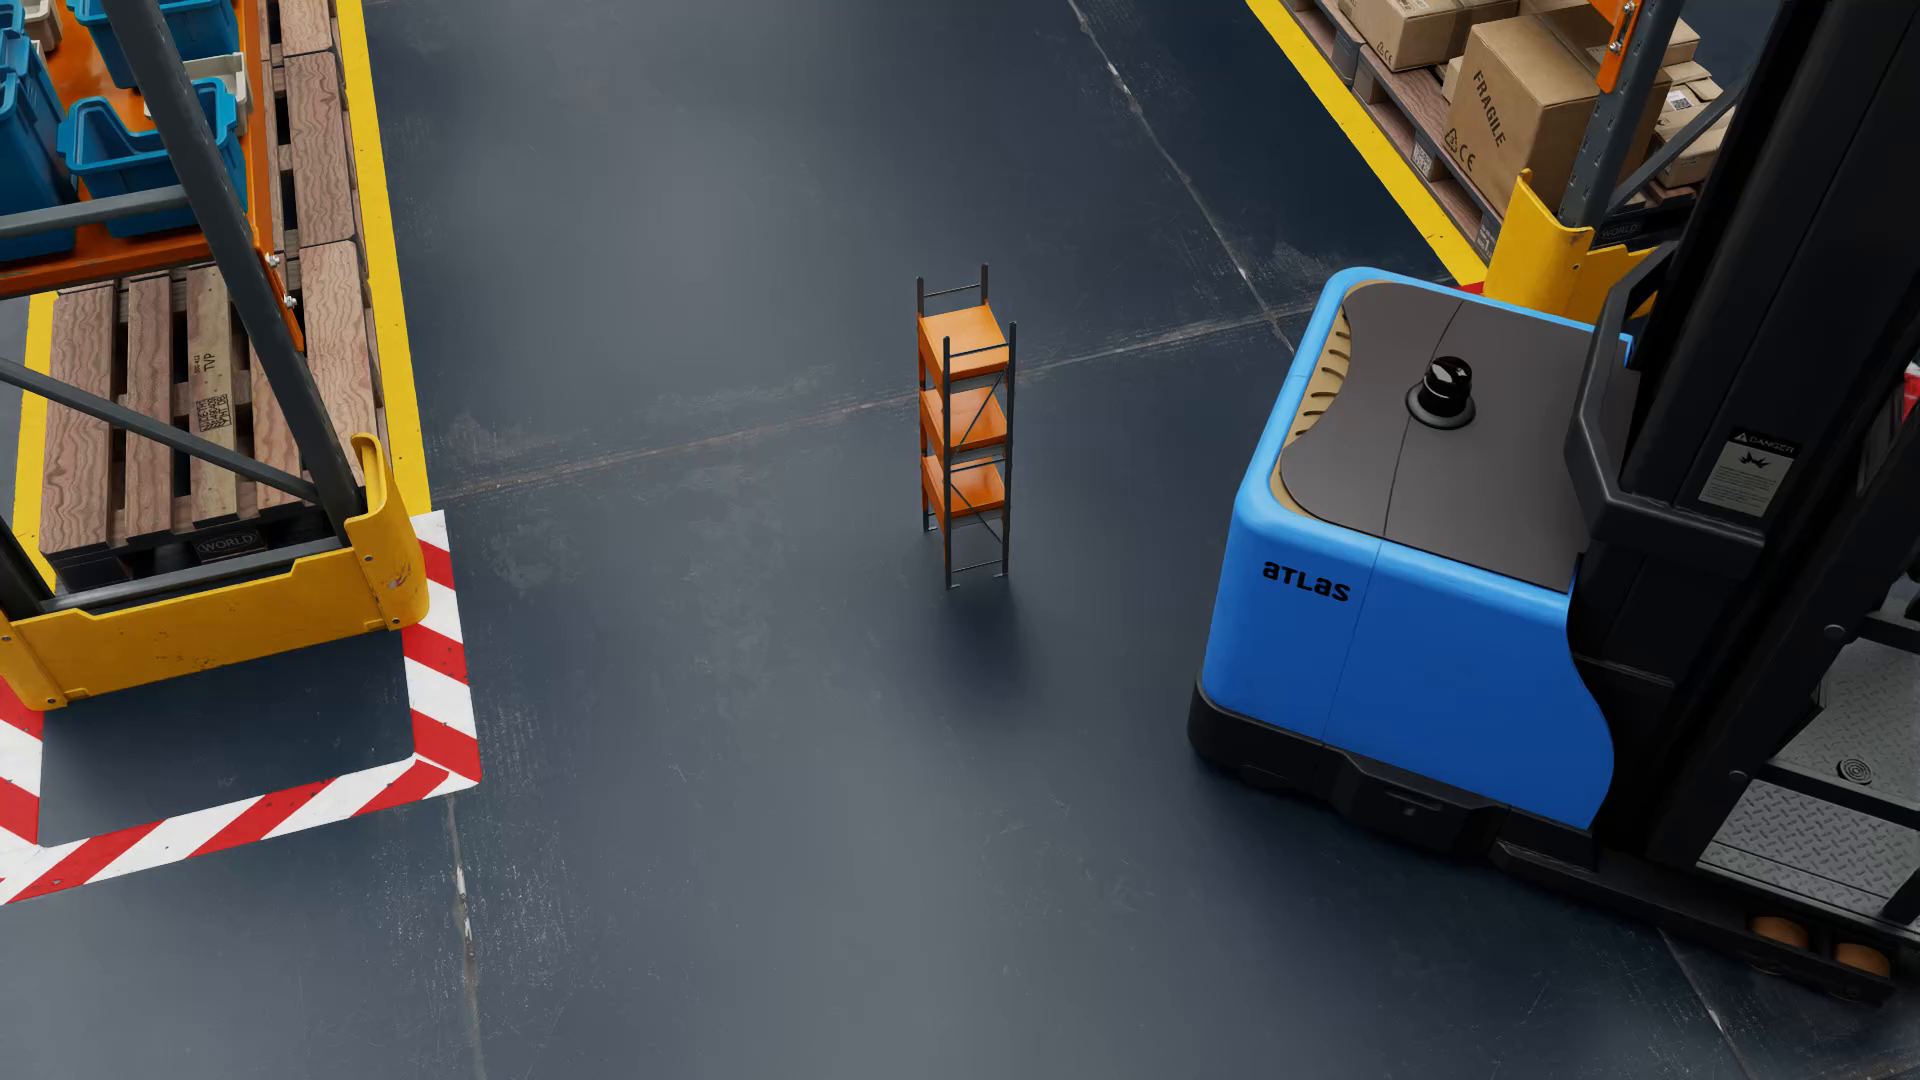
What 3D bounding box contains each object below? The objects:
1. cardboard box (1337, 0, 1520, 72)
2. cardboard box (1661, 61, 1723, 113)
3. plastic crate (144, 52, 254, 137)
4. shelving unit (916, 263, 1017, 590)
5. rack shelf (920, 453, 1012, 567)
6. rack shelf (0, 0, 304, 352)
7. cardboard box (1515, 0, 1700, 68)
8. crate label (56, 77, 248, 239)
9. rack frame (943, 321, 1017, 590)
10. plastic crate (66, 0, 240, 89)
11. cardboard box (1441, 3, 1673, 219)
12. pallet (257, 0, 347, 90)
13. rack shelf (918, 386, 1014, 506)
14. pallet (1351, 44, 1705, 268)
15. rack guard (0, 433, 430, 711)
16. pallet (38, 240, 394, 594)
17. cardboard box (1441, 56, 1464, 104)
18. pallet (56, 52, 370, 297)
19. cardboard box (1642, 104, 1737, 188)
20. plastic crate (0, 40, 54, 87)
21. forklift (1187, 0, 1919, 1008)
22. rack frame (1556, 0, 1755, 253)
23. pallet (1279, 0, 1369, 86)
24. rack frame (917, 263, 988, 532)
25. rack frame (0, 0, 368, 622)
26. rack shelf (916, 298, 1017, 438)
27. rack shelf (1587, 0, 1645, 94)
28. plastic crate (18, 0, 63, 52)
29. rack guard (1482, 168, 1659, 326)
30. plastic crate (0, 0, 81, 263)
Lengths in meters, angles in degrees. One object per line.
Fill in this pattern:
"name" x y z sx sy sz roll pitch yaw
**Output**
"cardboard box" 1.853 -2.143 6.605 0.500 0.250 0.500 -13 51 -11
"cardboard box" 2.632 -1.640 6.236 0.380 0.166 0.250 -13 51 -11
"plastic crate" -2.006 -1.170 4.408 0.250 0.136 0.298 -13 51 -11
"shelving unit" 0.016 -0.299 4.816 0.215 1.050 0.252 -13 51 -11
"rack shelf" 0.016 -0.113 5.036 0.215 0.259 0.240 -13 51 -11
"rack shelf" -2.823 -1.957 5.408 1.077 0.370 4.000 -13 51 -11
"cardboard box" 2.464 -1.927 6.424 0.500 0.250 0.500 -13 51 -11
"crate label" -1.990 -0.948 4.158 0.416 0.233 0.303 -13 51 -11
"rack frame" 0.052 -0.210 4.741 0.200 1.050 0.008 -13 51 -11
"plastic crate" -2.185 -1.429 4.563 0.416 0.233 0.300 -13 51 -11
"cardboard box" 2.105 -1.523 5.919 0.500 0.500 0.500 -13 51 -11
"pallet" -3.160 -2.222 6.986 1.003 0.211 1.213 -13 51 -11
"rack shelf" 0.016 -0.292 4.824 0.215 0.259 0.240 -13 51 -11
"pallet" 2.242 -1.584 6.447 1.003 0.211 1.213 -13 51 -11
"rack guard" -2.212 0.092 4.845 1.175 0.500 0.348 -13 51 -11
"pallet" -2.438 -0.440 5.483 1.003 0.211 1.213 -13 51 -11
"cardboard box" 2.072 -1.731 6.313 0.380 0.166 0.250 -13 51 -11
"pallet" -2.795 -1.330 6.233 1.003 0.211 1.213 -13 51 -11
"cardboard box" 2.706 -1.452 6.089 0.380 0.149 0.250 -13 51 -11
"plastic crate" -2.645 -1.217 4.447 0.396 0.136 0.243 -13 51 -11
"forklift" 2.208 -0.231 3.528 3.031 2.935 1.130 18 52 15
"rack frame" 2.502 -1.845 4.844 1.000 3.000 0.127 -13 51 -11
"pallet" 1.885 -2.473 7.197 1.003 0.211 1.213 -13 51 -11
"rack frame" -0.020 -0.388 4.891 0.200 1.050 0.008 -13 51 -11
"rack frame" -2.231 -0.728 3.902 1.000 3.000 0.127 -13 51 -11
"rack shelf" 0.016 -0.475 4.607 0.215 0.259 0.240 -13 51 -11
"rack shelf" 1.910 -3.074 6.350 1.077 0.370 4.000 -13 51 -11
"plastic crate" -2.717 -1.432 4.629 0.396 0.136 0.243 -13 51 -11
"rack guard" 2.479 -1.095 5.846 1.175 0.500 0.348 -13 51 -11
"plastic crate" -2.509 -0.961 4.036 0.616 0.435 0.499 -13 51 -11
